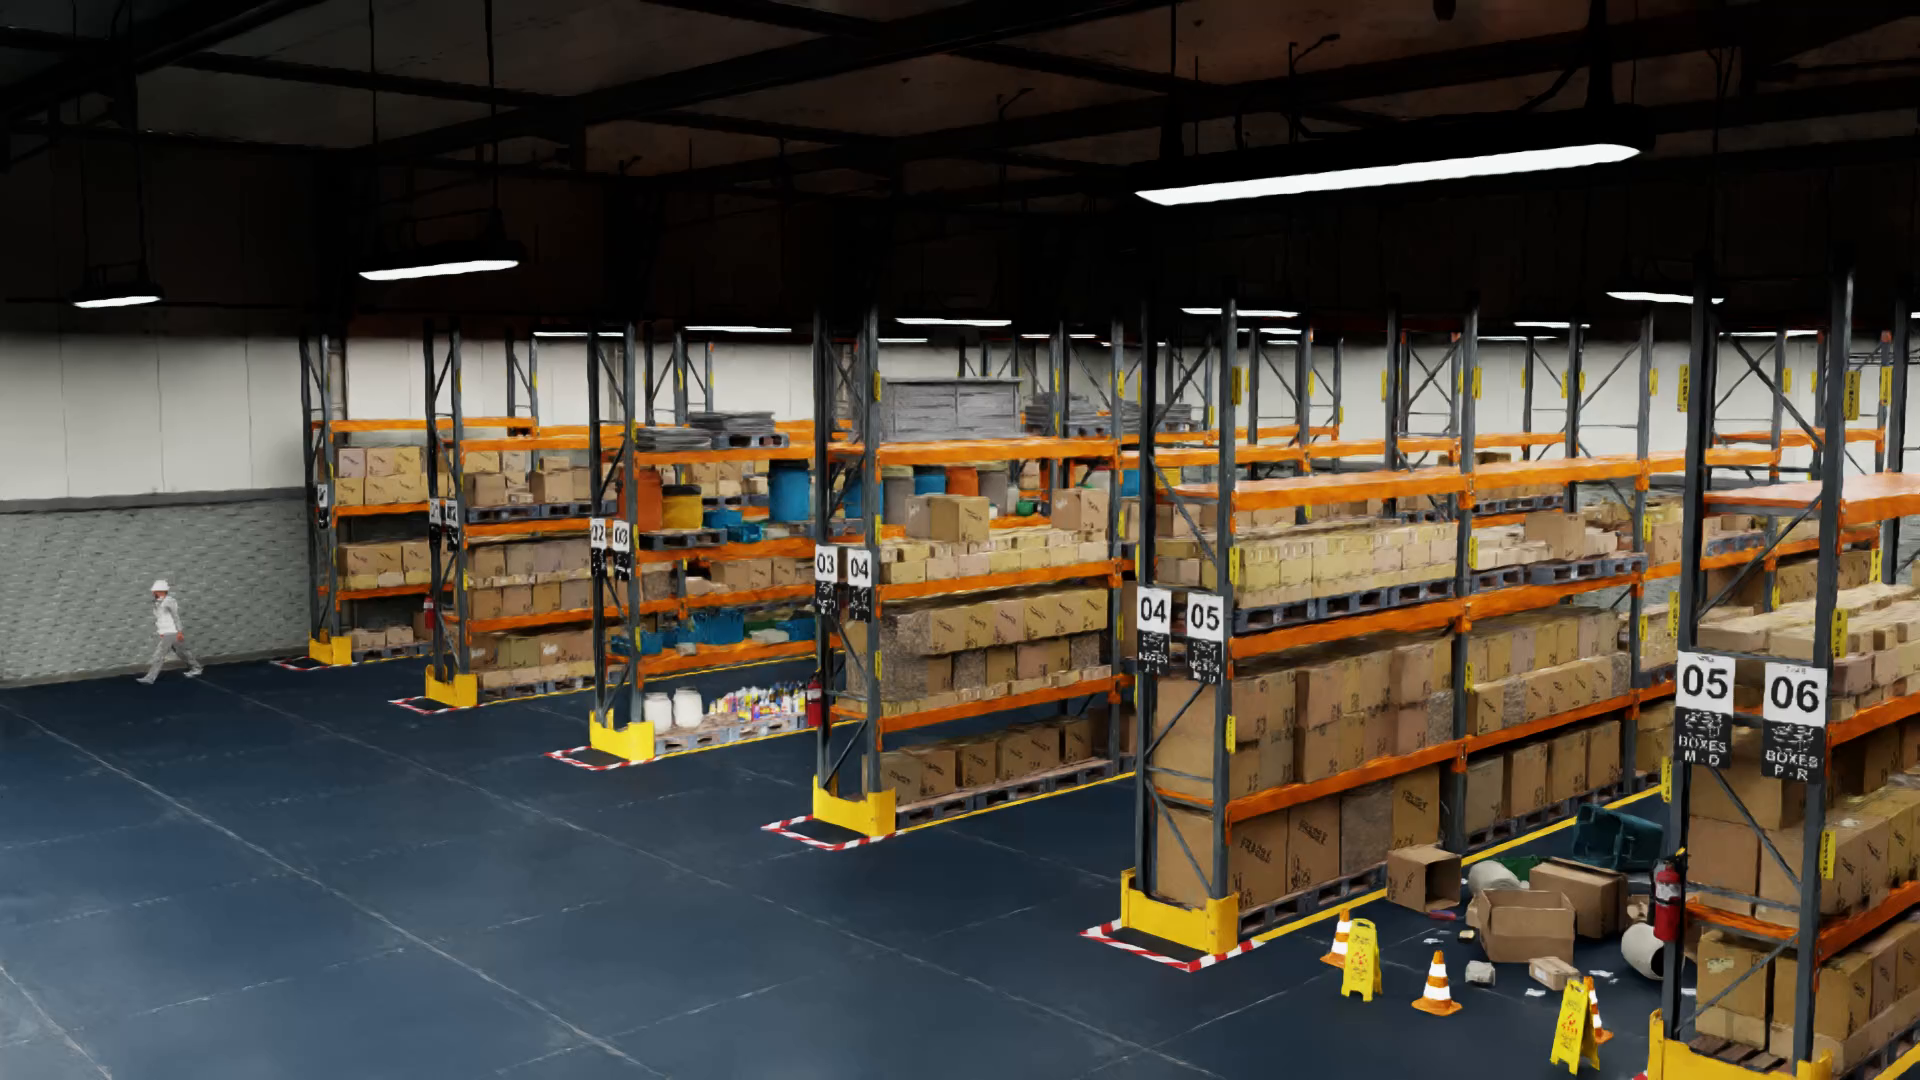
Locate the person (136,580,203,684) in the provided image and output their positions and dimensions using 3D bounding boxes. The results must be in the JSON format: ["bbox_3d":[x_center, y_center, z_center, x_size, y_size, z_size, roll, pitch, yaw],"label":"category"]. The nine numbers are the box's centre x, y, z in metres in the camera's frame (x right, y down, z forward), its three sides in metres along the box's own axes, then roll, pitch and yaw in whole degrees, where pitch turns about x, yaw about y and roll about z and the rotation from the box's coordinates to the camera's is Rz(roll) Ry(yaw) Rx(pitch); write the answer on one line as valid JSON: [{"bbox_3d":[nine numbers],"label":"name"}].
[{"bbox_3d":[-13.260,1.507,27.773,1.104,1.698,0.543,-5,8,-41],"label":"person"}]
